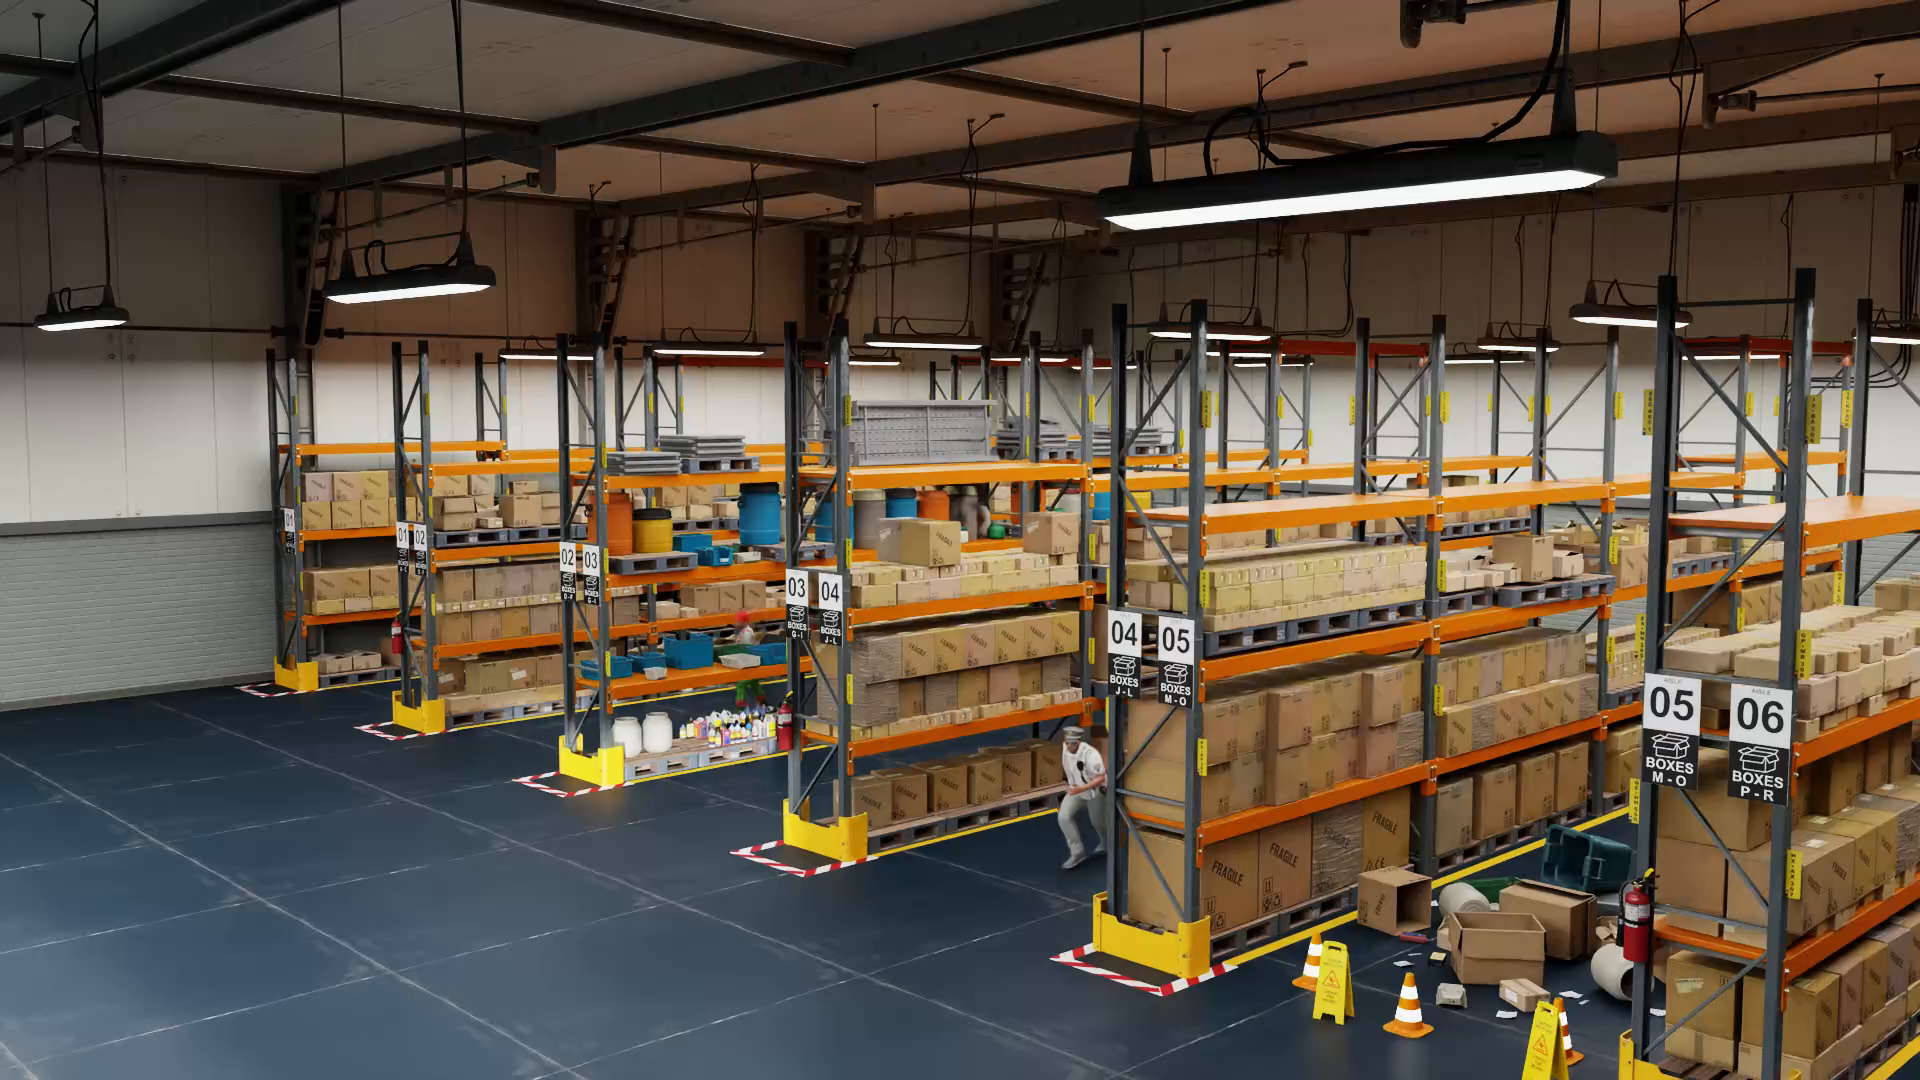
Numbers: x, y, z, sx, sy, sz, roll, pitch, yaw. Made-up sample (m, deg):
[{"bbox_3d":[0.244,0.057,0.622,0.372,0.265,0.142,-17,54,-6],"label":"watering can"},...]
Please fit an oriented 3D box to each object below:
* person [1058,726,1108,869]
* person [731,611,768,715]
[{"bbox_3d":[1.422,2.780,18.342,0.687,1.586,1.062,4,6,38],"label":"person"},{"bbox_3d":[-3.424,2.000,26.464,0.770,1.780,0.751,-1,5,-13],"label":"person"}]
